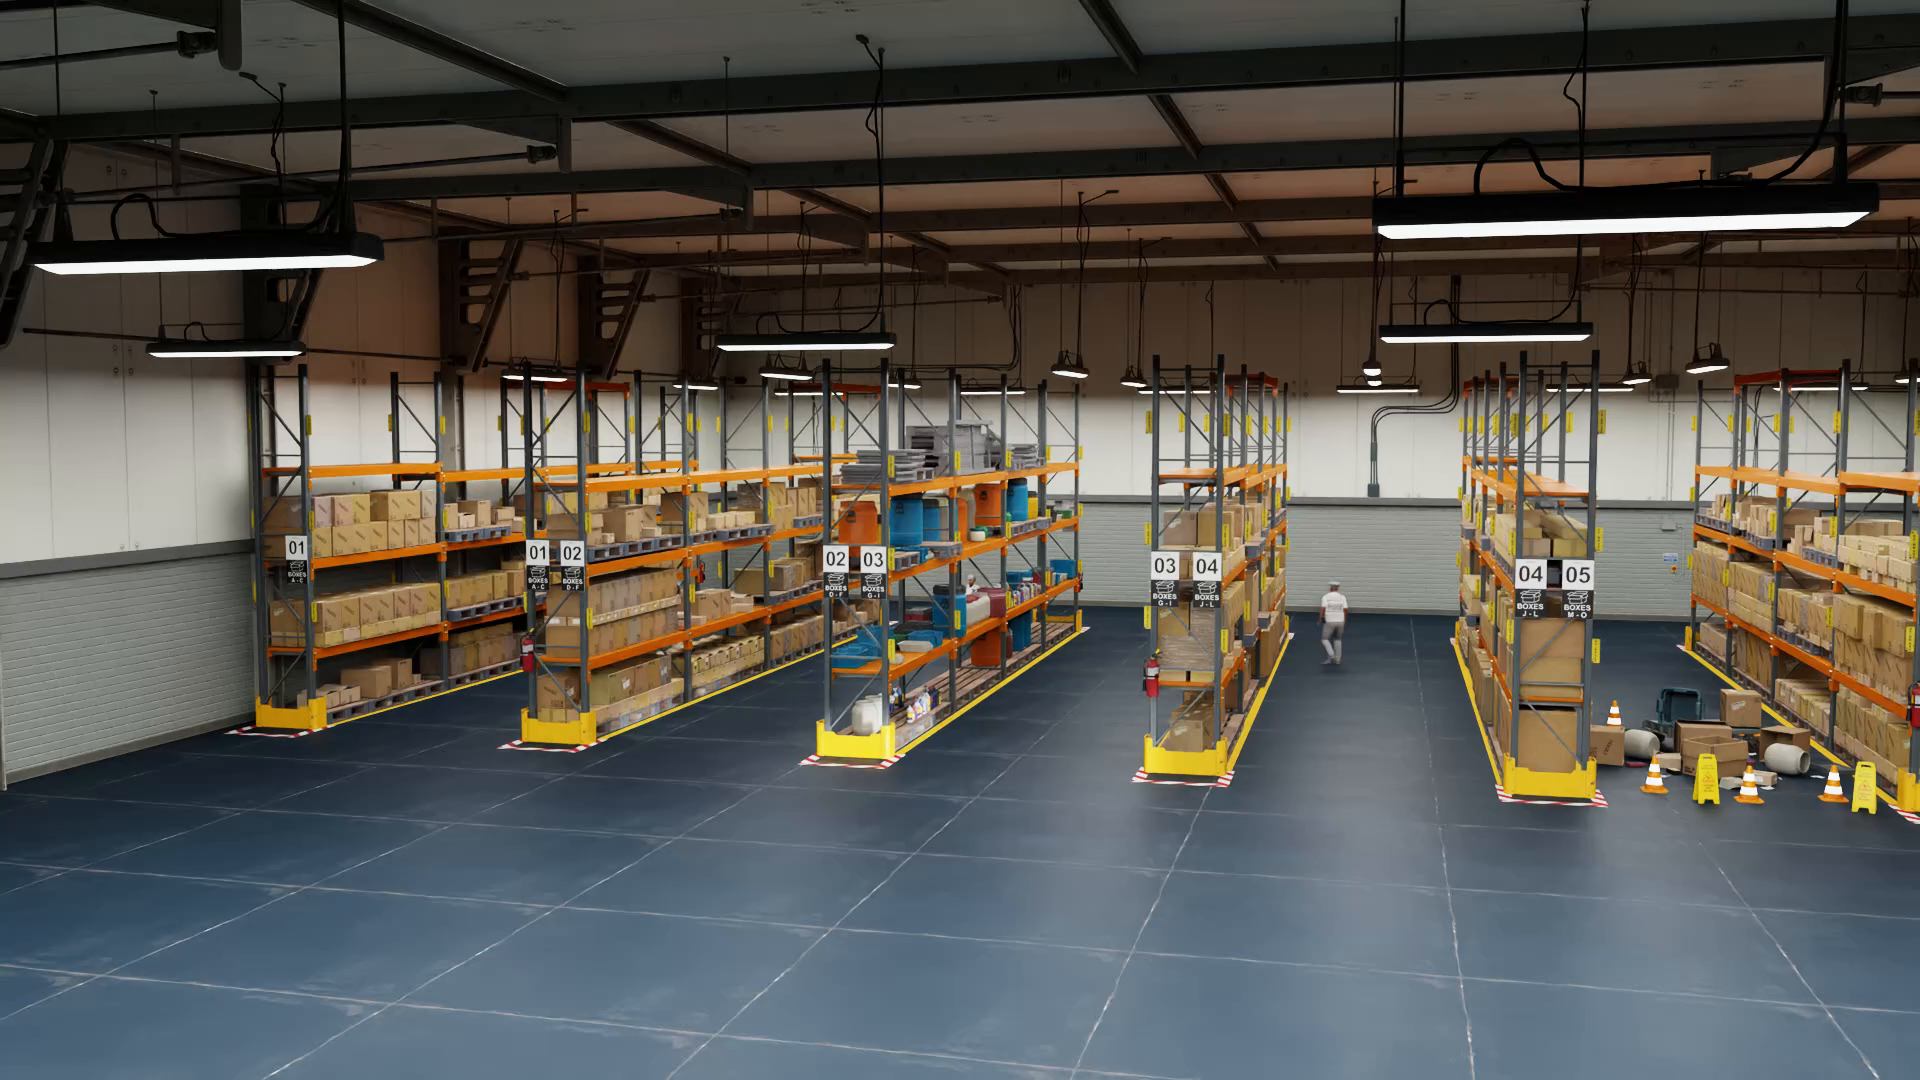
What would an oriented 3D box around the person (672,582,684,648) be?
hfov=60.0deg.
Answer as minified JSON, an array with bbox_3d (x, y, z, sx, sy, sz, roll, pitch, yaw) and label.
[{"bbox_3d":[-6.008,1.742,35.149,0.528,1.668,0.511,2,4,29],"label":"person"}]

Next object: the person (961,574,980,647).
[{"bbox_3d":[0.284,1.577,37.770,0.484,1.603,1.006,4,5,42],"label":"person"}]

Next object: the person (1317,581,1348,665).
[{"bbox_3d":[7.839,1.745,34.819,0.610,1.739,0.606,-1,4,-10],"label":"person"}]
